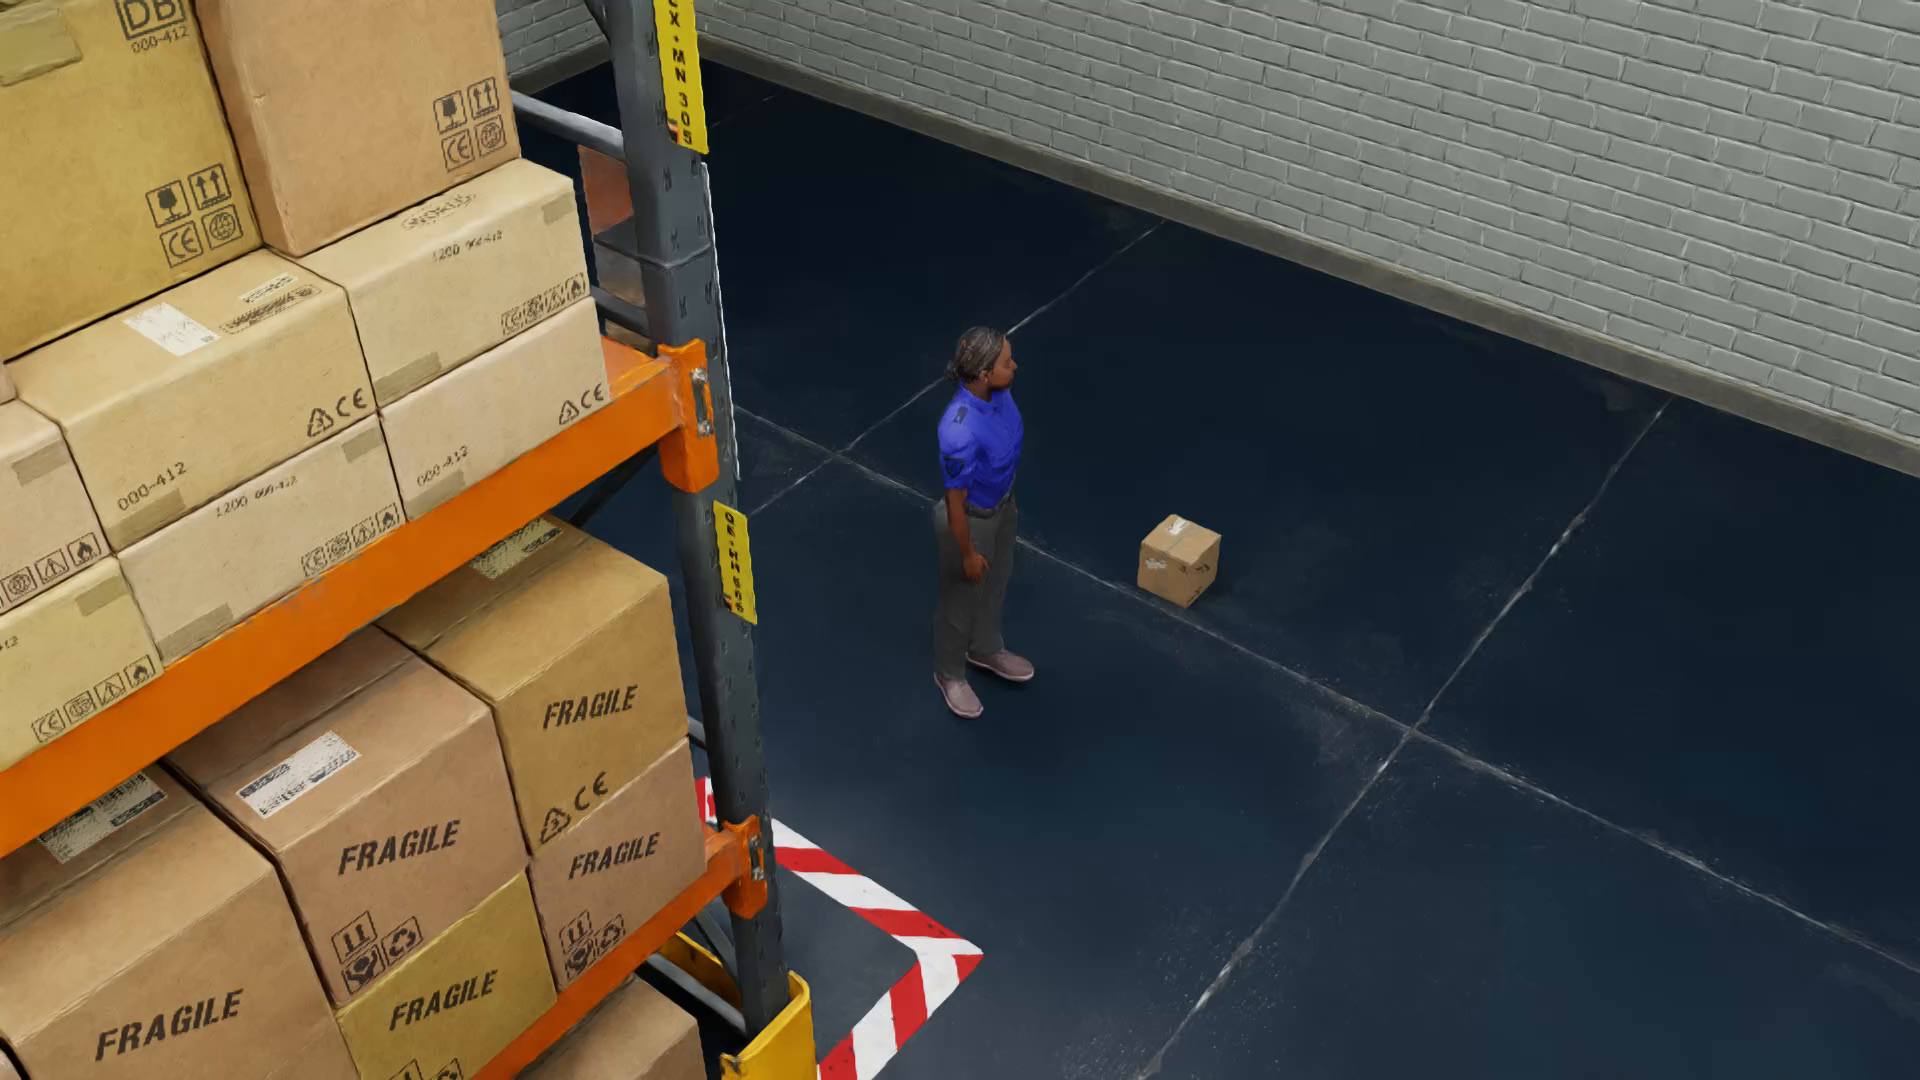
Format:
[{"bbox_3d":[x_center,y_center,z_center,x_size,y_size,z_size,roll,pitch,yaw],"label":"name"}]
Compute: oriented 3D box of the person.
[{"bbox_3d":[0.092,-0.074,6.214,0.371,1.668,0.490,15,42,18],"label":"person"}]
